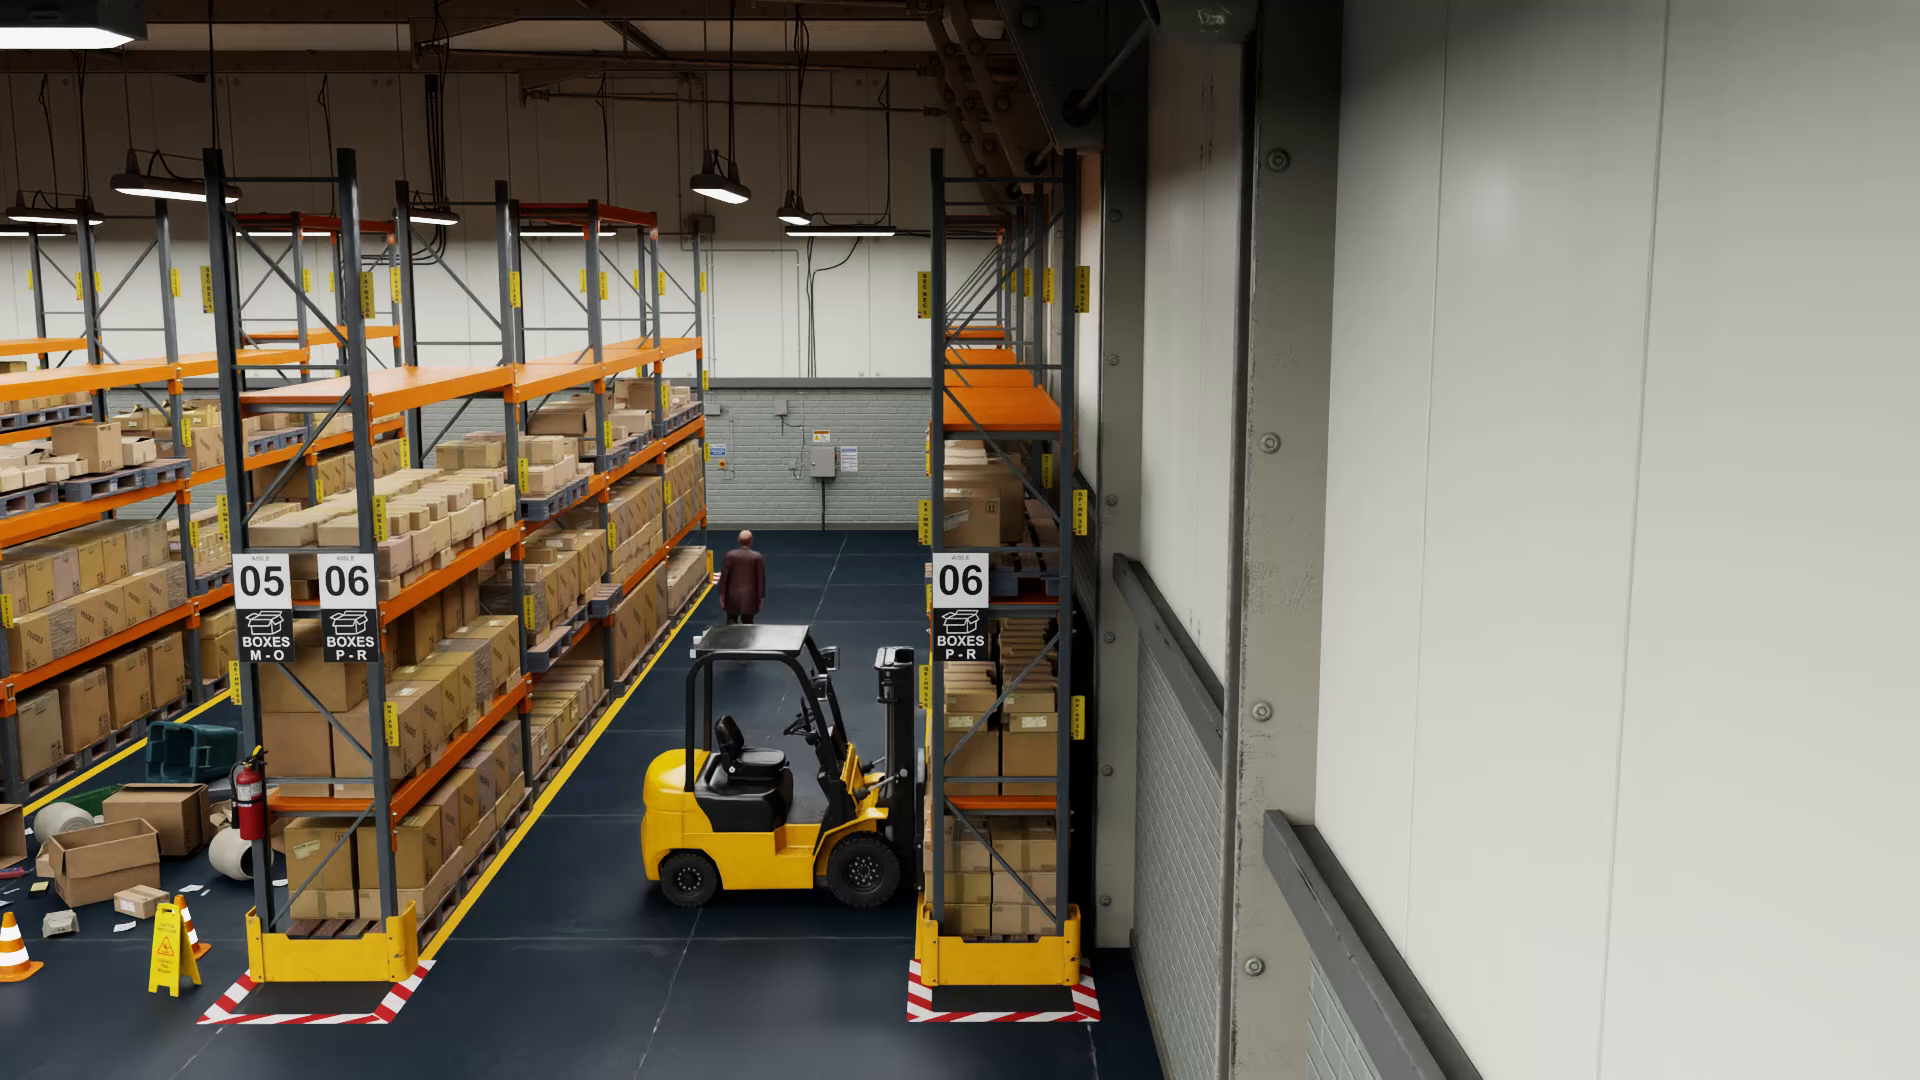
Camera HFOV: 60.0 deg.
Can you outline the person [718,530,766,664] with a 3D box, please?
[{"bbox_3d":[-2.892,0.755,22.103,0.627,1.777,0.521,0,9,1],"label":"person"}]
